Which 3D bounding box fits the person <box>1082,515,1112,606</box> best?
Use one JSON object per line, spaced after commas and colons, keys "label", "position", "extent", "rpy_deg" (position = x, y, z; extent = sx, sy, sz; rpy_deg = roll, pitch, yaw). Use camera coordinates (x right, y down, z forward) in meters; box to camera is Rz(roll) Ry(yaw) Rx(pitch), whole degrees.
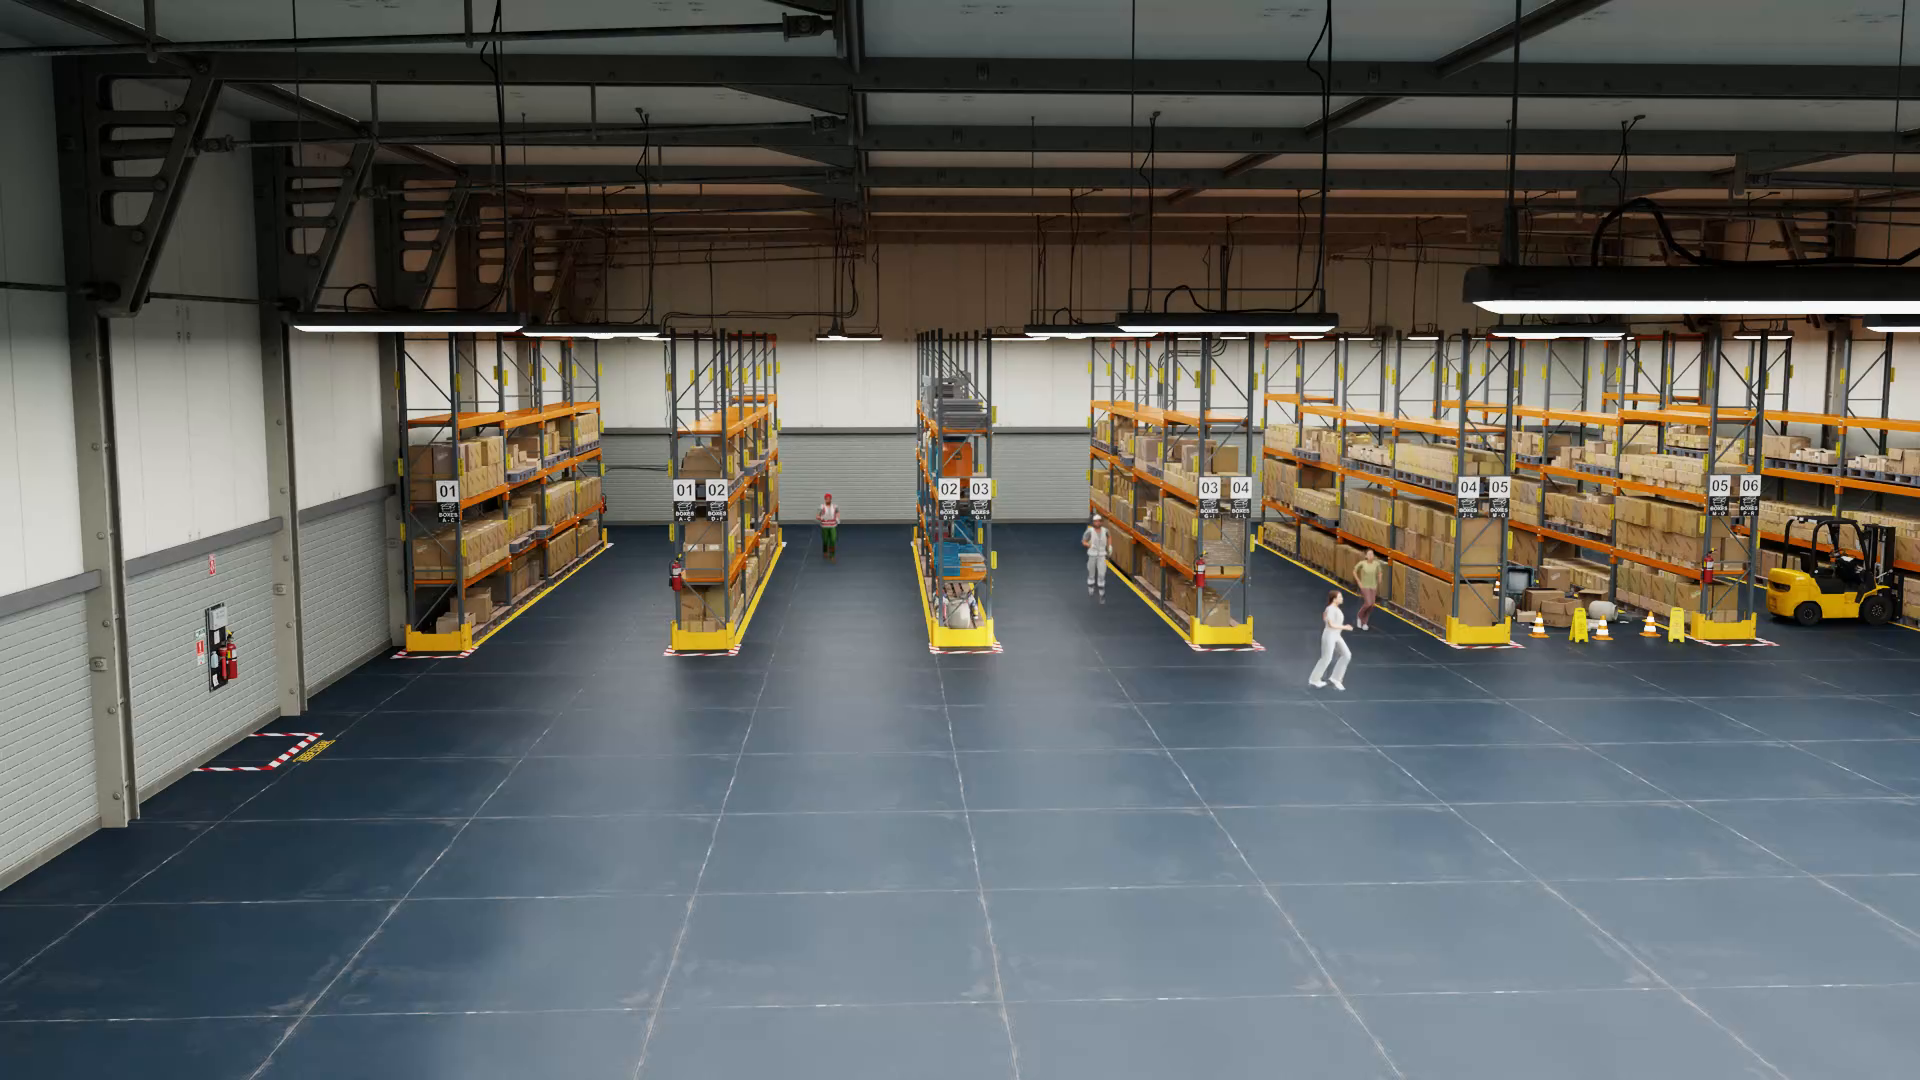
{"label": "person", "position": [2.927, 0.413, 35.351], "extent": [0.680, 1.914, 0.743], "rpy_deg": [-1, 7, -7]}

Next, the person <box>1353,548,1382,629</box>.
{"label": "person", "position": [8.207, 0.983, 33.313], "extent": [0.561, 1.637, 0.573], "rpy_deg": [-1, 7, -9]}

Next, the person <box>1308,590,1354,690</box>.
{"label": "person", "position": [6.169, 1.663, 27.577], "extent": [0.746, 1.700, 0.517], "rpy_deg": [4, 8, 30]}

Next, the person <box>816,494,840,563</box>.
{"label": "person", "position": [-3.442, -0.332, 43.601], "extent": [0.654, 1.776, 0.985], "rpy_deg": [-2, 7, -13]}
